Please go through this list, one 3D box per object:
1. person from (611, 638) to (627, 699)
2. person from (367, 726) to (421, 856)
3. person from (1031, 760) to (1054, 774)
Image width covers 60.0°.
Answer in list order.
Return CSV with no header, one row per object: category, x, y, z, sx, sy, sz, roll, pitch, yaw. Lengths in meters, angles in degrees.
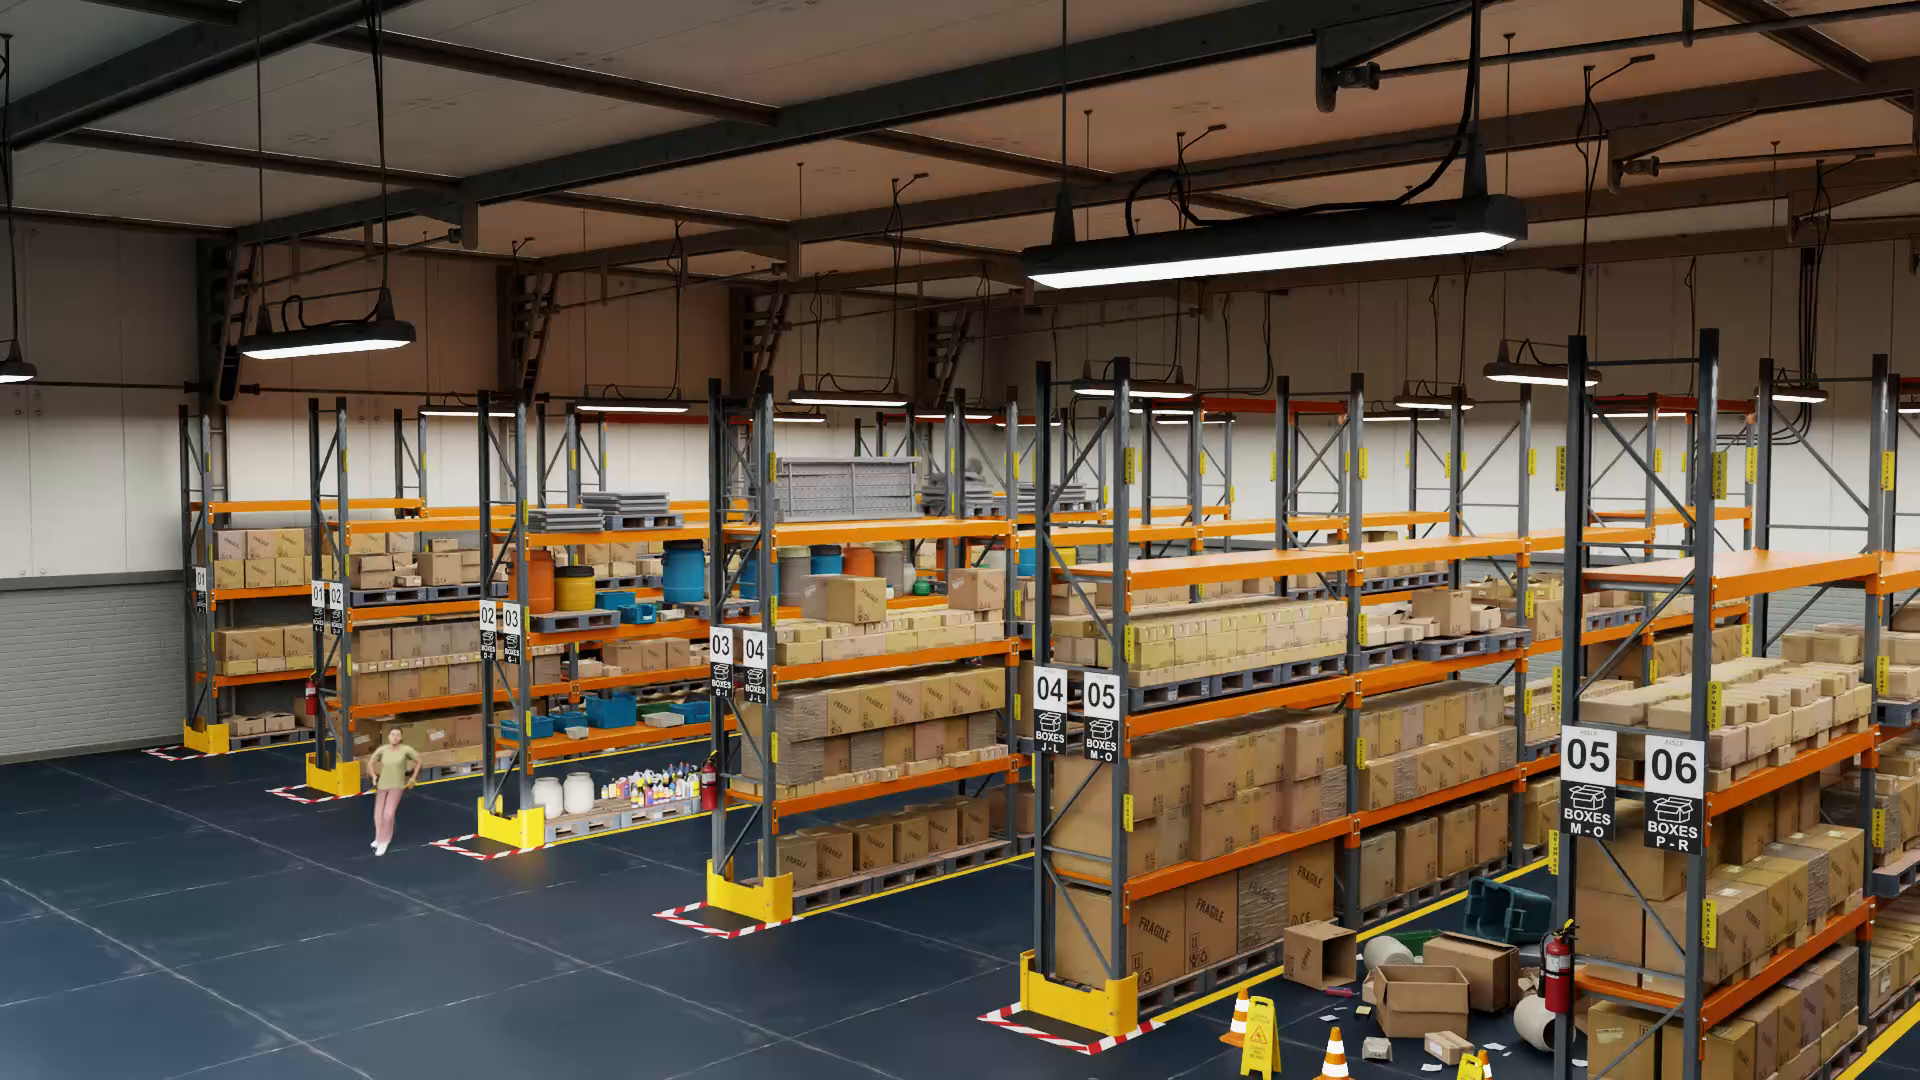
person,-6.526,2.659,31.692,0.595,1.660,0.584,2,4,34
person,-7.329,3.217,21.471,0.636,1.655,0.660,0,3,-3
person,1.301,2.969,25.044,0.684,1.735,0.618,2,4,39
